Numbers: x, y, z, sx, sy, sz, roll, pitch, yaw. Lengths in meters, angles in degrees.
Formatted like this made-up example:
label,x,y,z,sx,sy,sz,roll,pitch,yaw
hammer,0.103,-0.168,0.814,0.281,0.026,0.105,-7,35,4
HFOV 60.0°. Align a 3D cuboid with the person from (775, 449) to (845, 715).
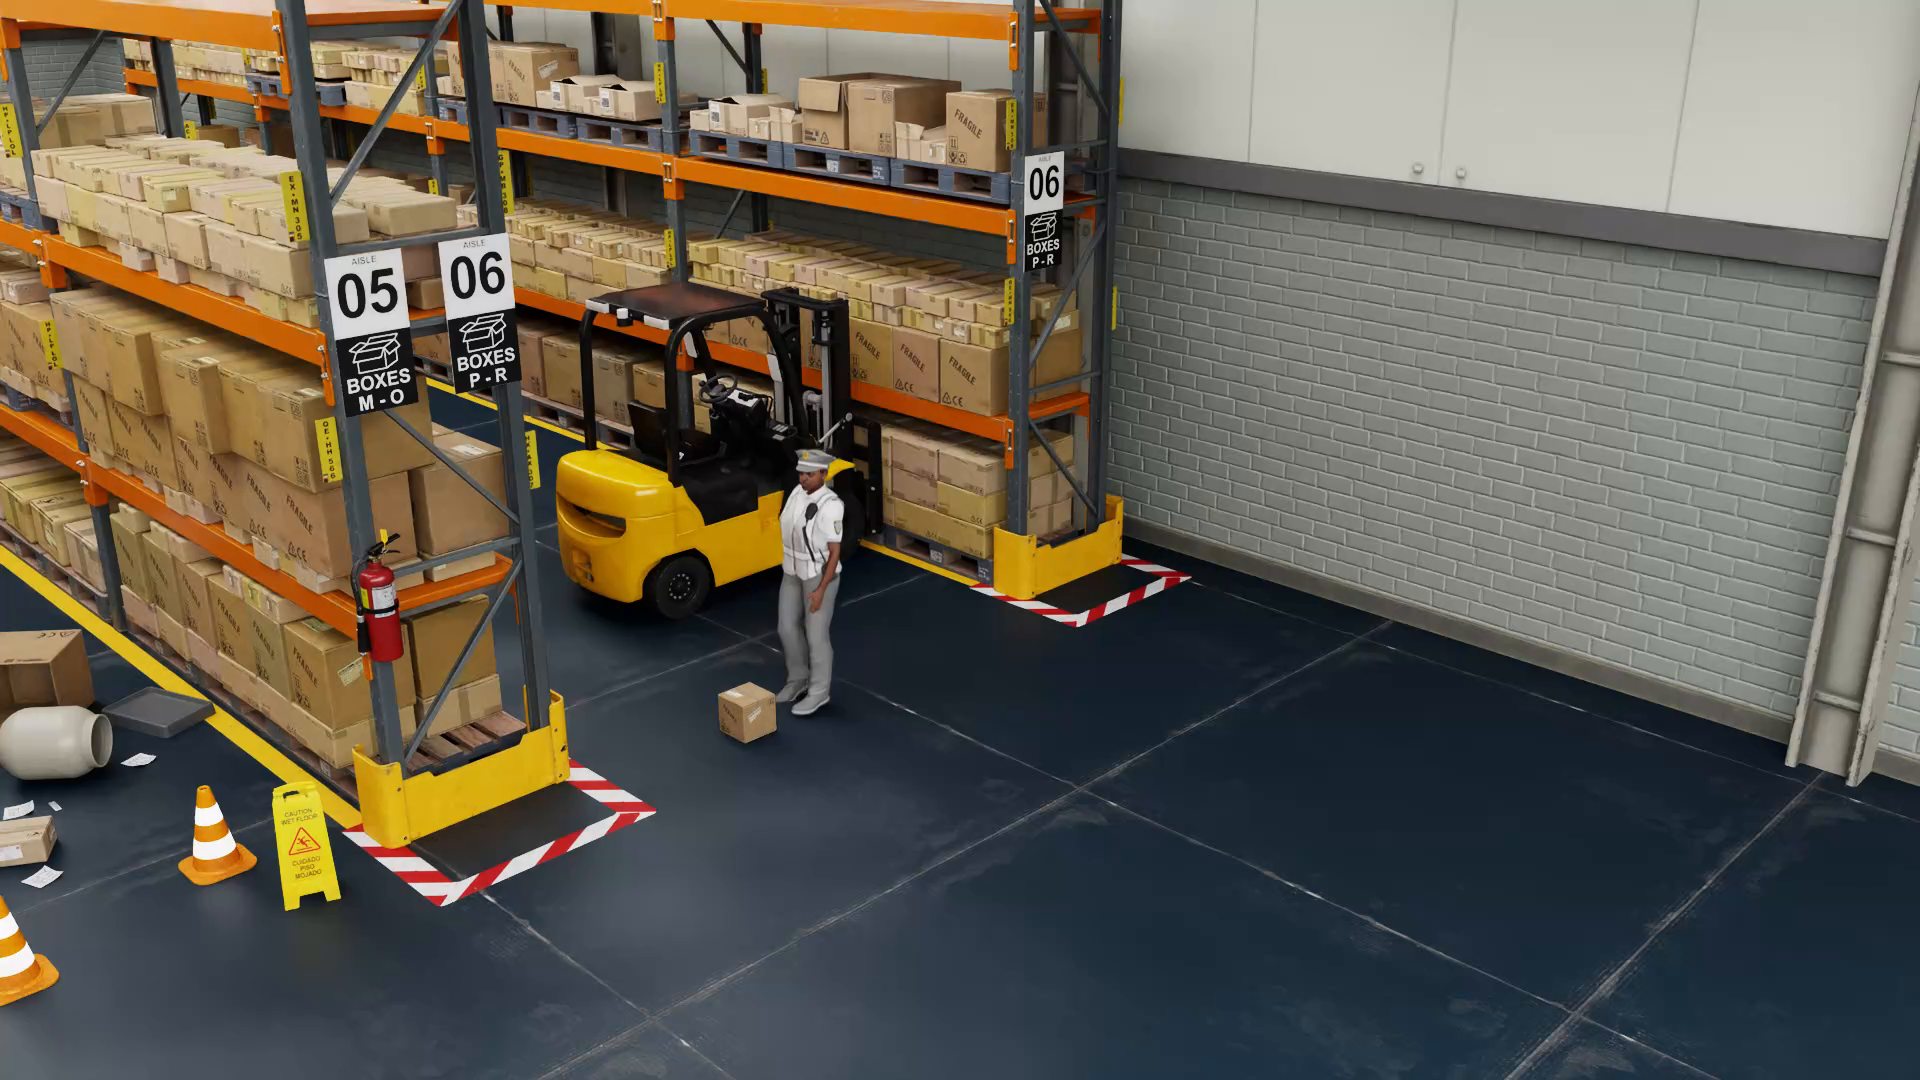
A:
label,x,y,z,sx,sy,sz,roll,pitch,yaw
person,-0.951,0.269,10.342,0.496,1.759,0.426,18,27,39
